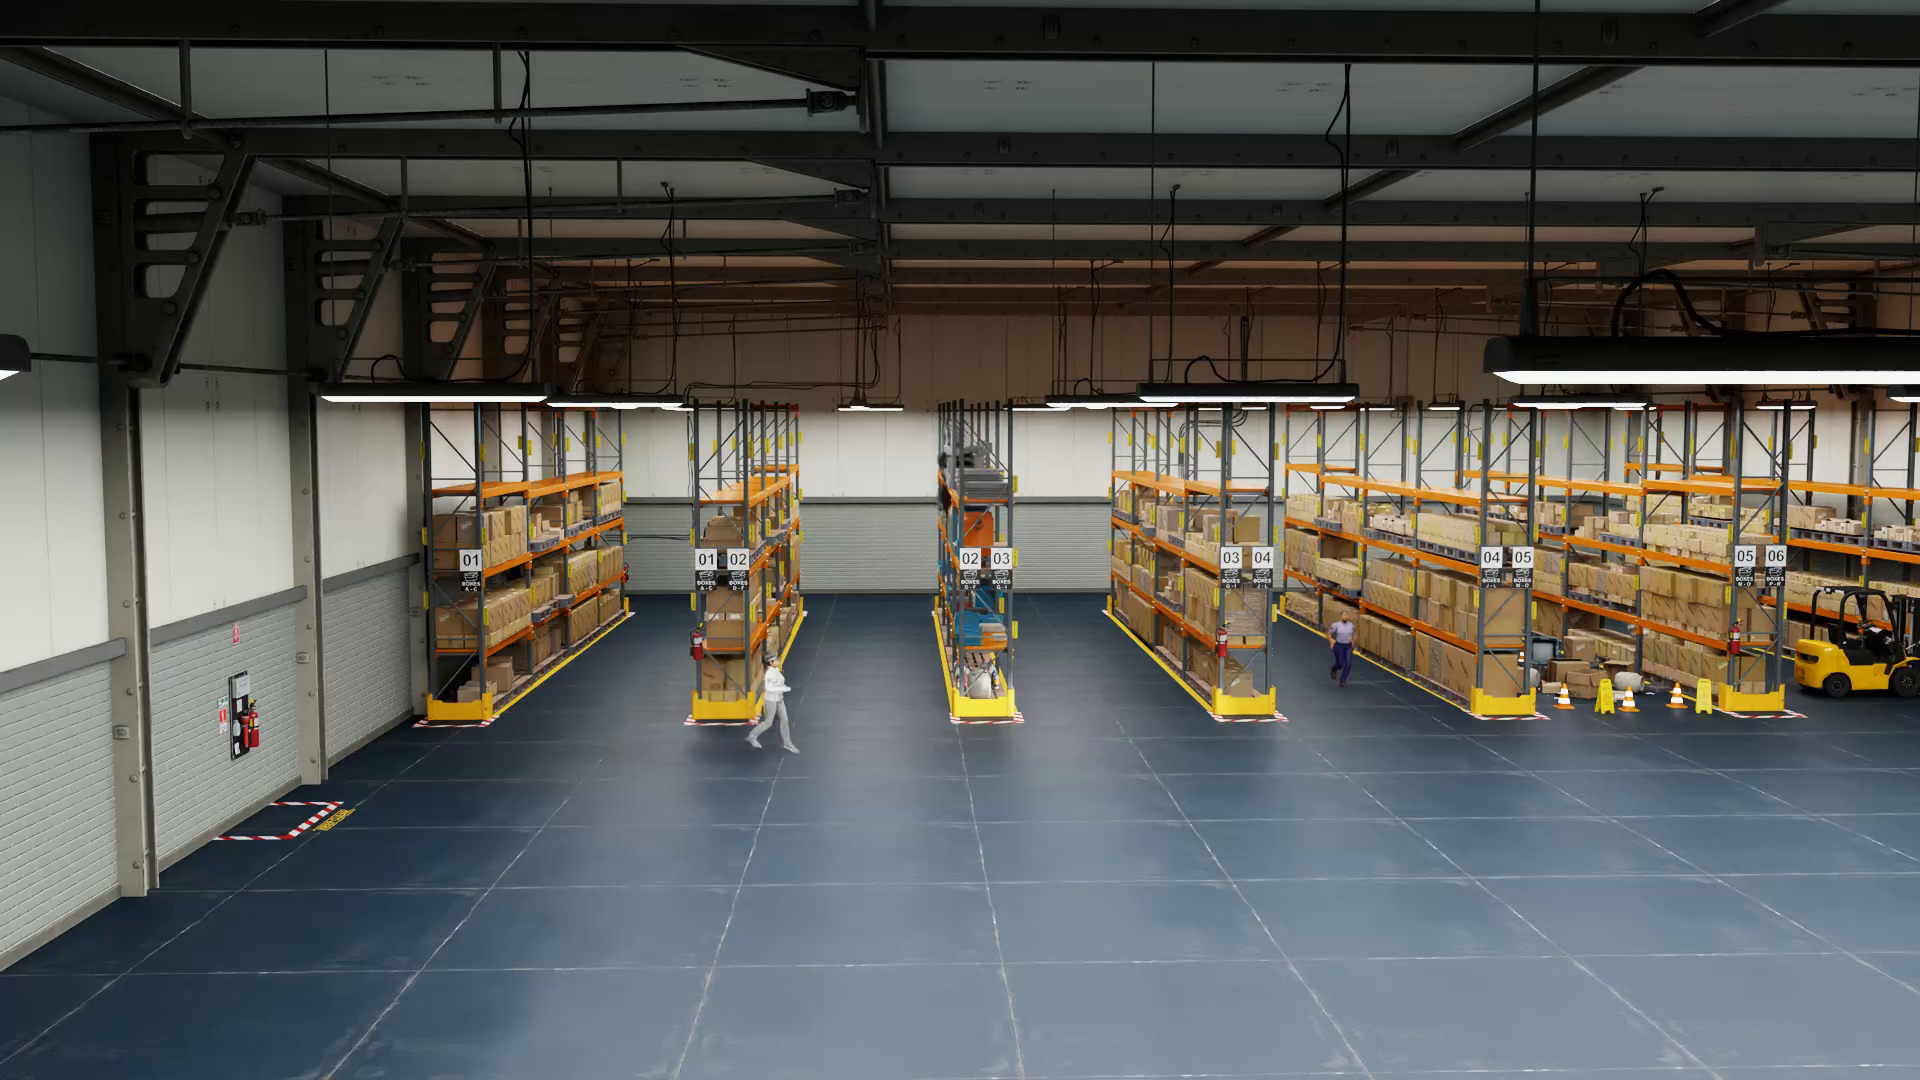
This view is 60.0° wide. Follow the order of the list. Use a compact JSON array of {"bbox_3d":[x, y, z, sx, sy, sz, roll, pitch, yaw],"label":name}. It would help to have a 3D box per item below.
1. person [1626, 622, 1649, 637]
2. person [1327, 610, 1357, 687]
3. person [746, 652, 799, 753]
[{"bbox_3d":[16.689,1.715,40.980,0.671,1.783,0.884,0,4,-1],"label":"person"},{"bbox_3d":[8.070,2.279,35.000,0.620,1.601,0.554,0,4,-5],"label":"person"},{"bbox_3d":[-3.167,2.738,28.055,0.904,1.722,0.609,1,4,15],"label":"person"}]
